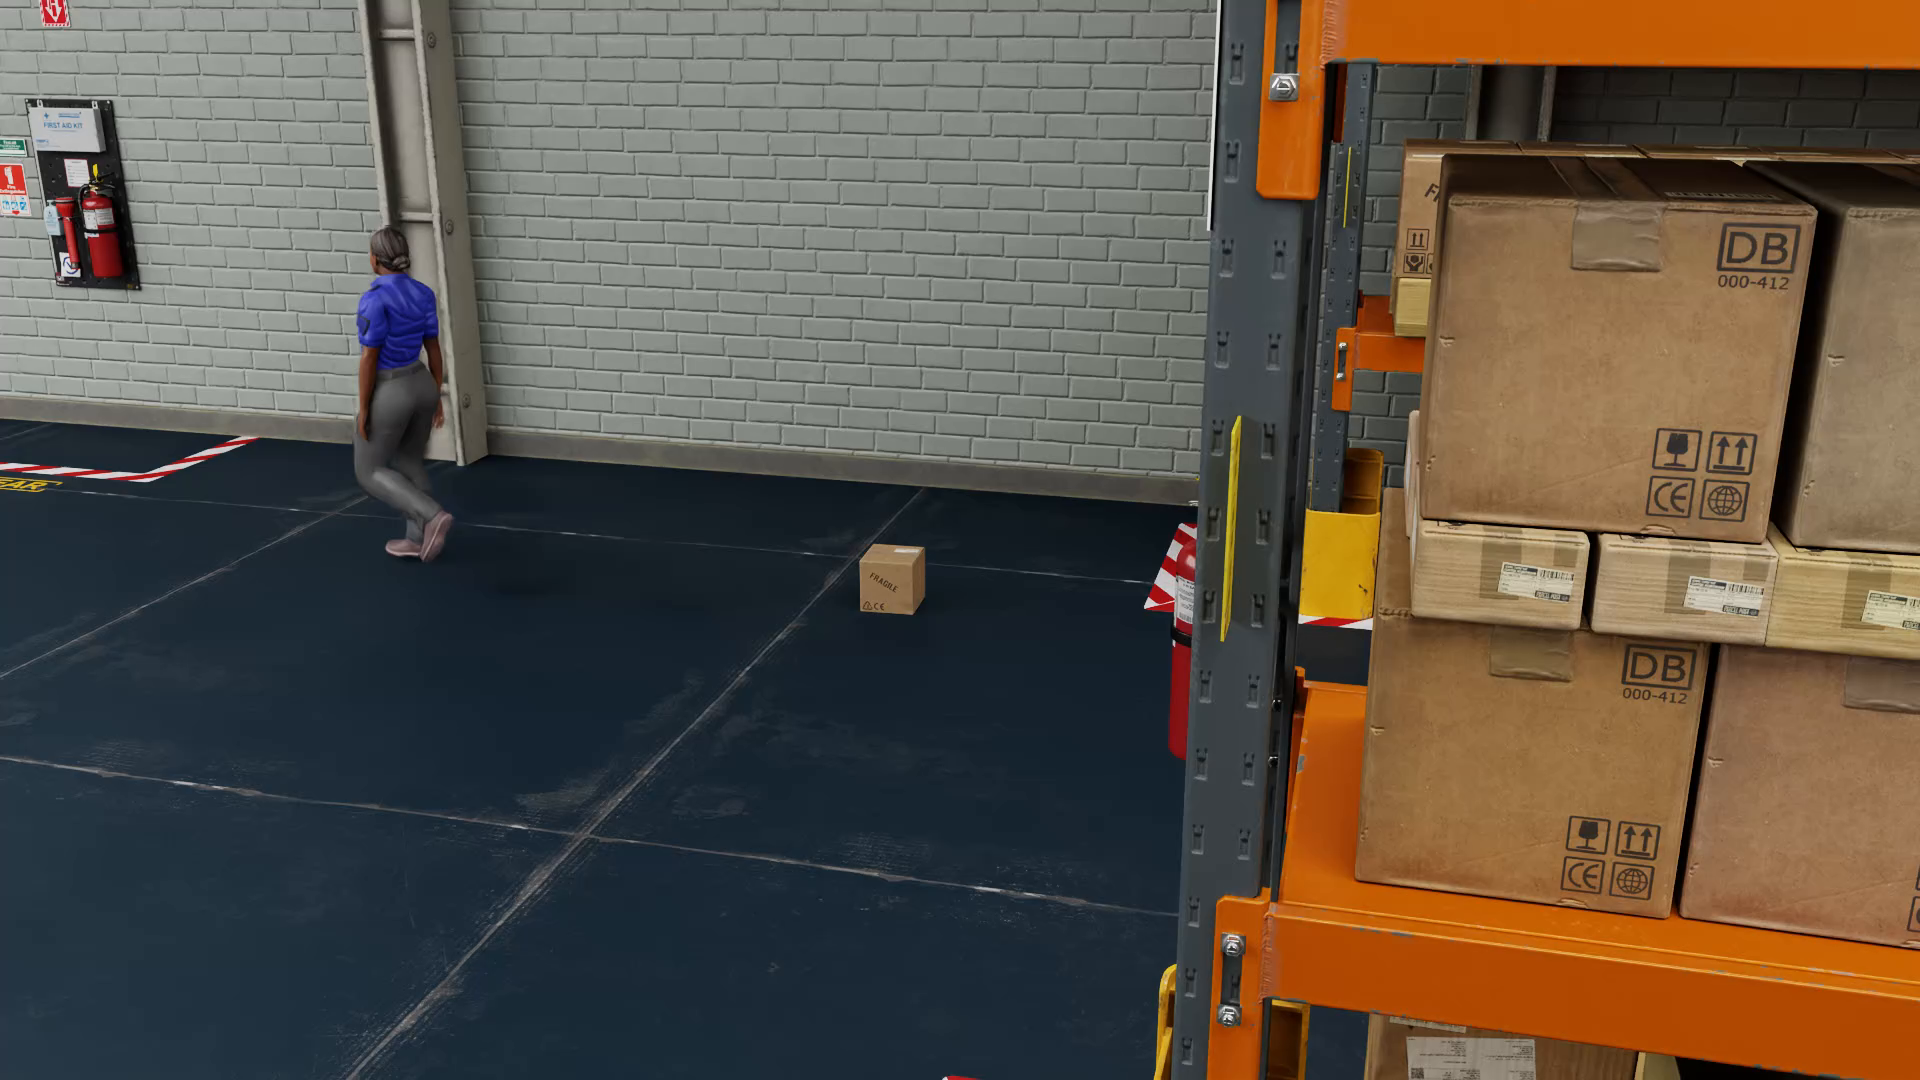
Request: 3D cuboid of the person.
[{"bbox_3d":[-2.669,-0.705,8.000,0.457,1.576,0.460,9,20,25],"label":"person"}]
